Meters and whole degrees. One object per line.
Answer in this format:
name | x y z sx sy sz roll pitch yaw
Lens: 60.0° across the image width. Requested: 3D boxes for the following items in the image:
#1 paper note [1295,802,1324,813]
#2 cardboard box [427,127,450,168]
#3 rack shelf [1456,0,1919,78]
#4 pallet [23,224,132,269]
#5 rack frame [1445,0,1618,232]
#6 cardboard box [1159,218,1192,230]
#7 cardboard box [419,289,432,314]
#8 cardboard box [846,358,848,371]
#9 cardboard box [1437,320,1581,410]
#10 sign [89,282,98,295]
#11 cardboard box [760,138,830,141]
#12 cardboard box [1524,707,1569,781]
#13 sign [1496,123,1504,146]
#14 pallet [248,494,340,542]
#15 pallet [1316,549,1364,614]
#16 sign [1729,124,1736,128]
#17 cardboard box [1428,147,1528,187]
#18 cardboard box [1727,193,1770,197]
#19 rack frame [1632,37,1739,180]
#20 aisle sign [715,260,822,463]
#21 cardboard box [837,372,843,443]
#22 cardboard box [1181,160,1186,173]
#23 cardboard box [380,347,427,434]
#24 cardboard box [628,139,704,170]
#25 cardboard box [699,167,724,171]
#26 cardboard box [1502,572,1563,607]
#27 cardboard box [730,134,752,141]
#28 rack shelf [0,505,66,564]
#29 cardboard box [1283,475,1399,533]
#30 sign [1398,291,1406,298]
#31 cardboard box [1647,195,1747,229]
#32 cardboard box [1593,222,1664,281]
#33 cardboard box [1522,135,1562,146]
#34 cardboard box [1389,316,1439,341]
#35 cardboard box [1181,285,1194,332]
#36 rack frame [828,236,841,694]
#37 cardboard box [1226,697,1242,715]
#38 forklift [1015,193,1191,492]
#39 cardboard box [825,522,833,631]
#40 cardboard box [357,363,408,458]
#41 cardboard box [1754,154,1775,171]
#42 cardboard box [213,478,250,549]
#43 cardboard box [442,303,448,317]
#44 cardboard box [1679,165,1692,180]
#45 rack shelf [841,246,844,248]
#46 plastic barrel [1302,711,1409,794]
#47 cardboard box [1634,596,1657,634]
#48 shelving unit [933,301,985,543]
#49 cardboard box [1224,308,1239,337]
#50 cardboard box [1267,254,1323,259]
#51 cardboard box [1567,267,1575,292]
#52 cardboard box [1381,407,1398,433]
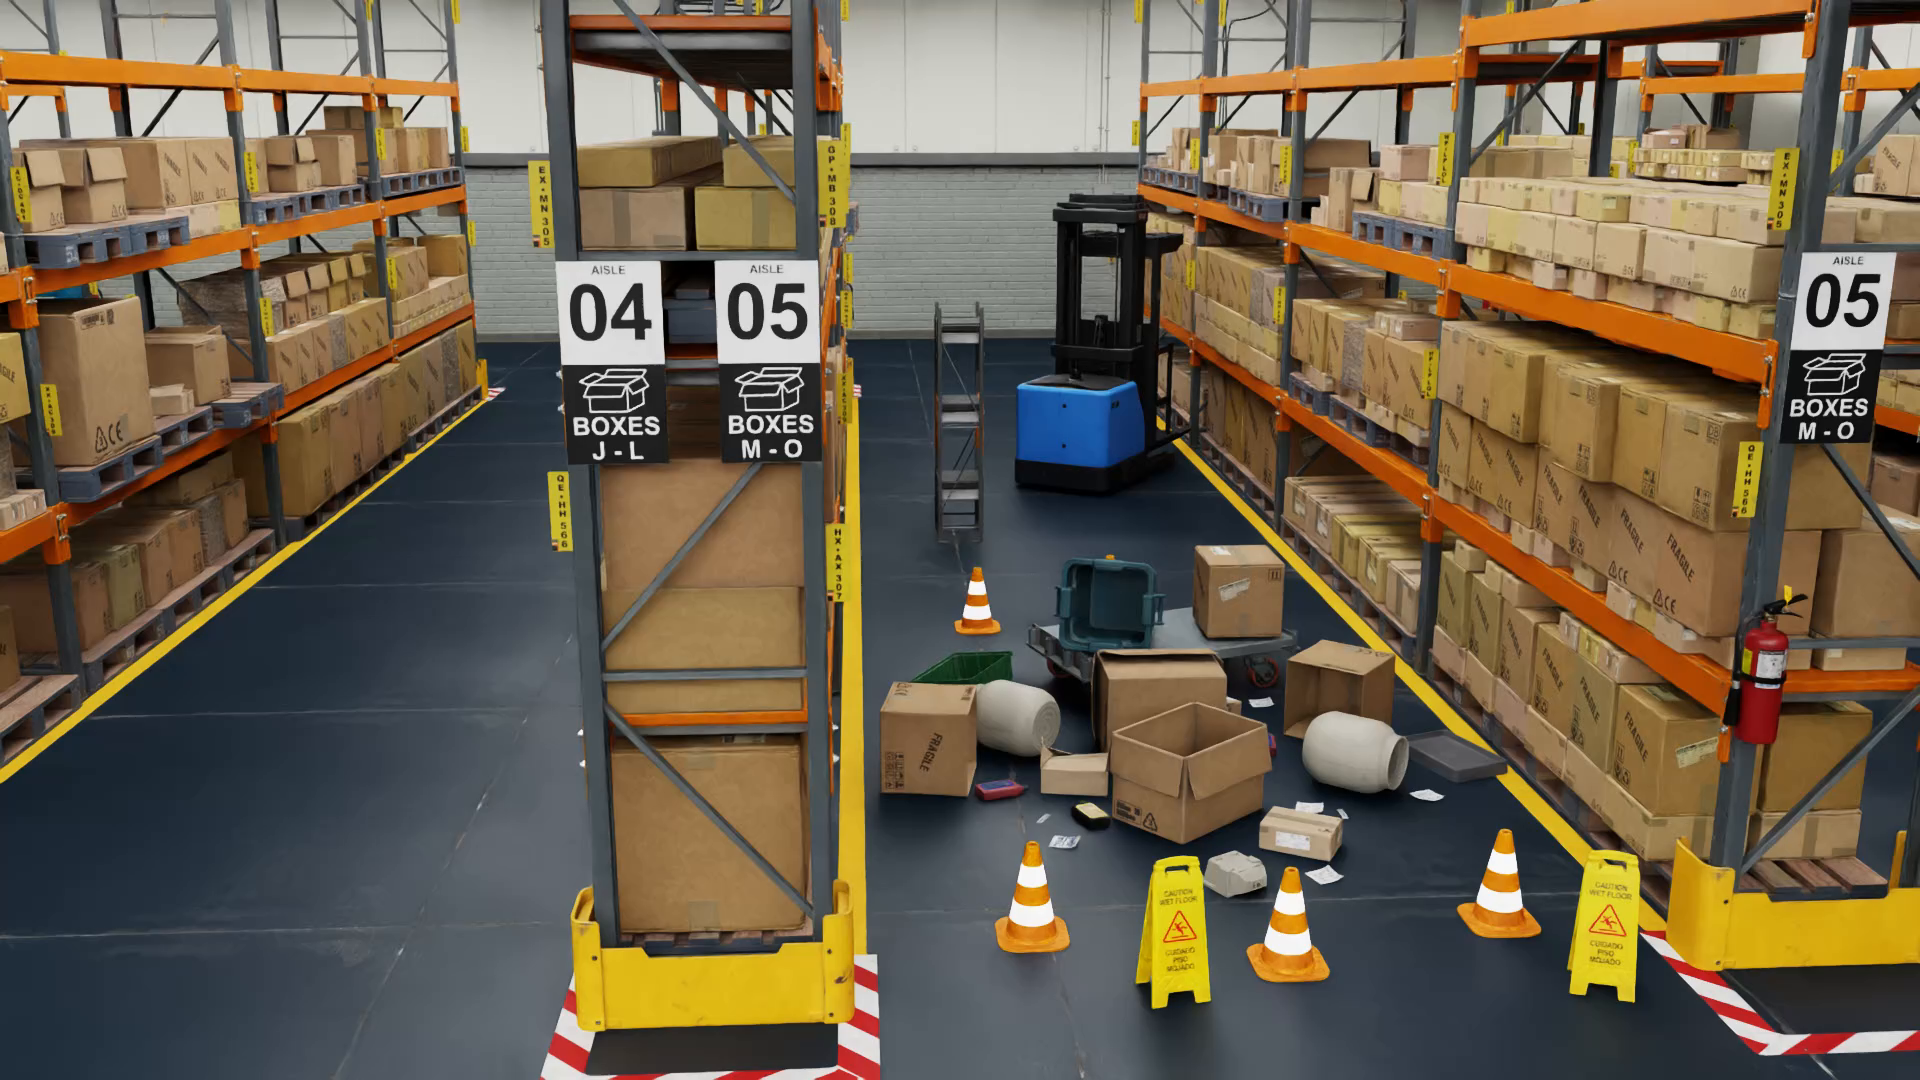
paper note | 1.941 1.481 9.232 0.148 0.019 0.142 4 15 16
cardboard box | -6.908 -4.995 21.156 0.700 0.500 0.500 -2 15 -7
rack shelf | 3.765 -2.597 8.512 1.077 0.370 4.000 -1 14 -3
pallet | -6.182 -1.903 10.760 1.213 0.211 1.003 -1 14 -3
rack frame | 3.641 -3.445 10.355 1.000 3.000 0.127 -1 14 -3
cardboard box | 2.709 -3.955 20.869 0.380 0.149 0.250 -1 14 -3
cardboard box | -6.577 -2.821 19.673 0.500 0.250 0.500 -1 14 -2
cardboard box | -1.650 -2.279 21.550 0.380 0.149 0.250 -1 14 -5
cardboard box | 3.452 -1.103 10.490 0.700 0.500 0.500 -1 14 -4
sign | -11.389 -3.386 21.838 0.100 0.325 0.005 -1 14 -3
cardboard box | -0.889 -2.069 8.887 0.380 0.149 0.250 -1 14 -3
cardboard box | 3.508 1.128 9.298 0.500 0.250 0.500 -1 14 -5
sign | 7.310 -5.469 22.487 0.100 0.325 0.005 -1 14 -3
pallet | -6.472 -0.228 15.488 1.003 0.211 1.213 -1 14 -3
pallet | 3.513 0.314 13.384 1.003 0.211 1.213 -1 14 -3
sign | 8.653 -4.510 18.686 0.100 0.325 0.005 -1 14 -3
cardboard box | 3.478 -2.507 11.185 0.500 0.250 0.500 -1 14 -2
cardboard box | 4.098 -1.669 8.376 0.380 0.149 0.250 0 14 -2
rack frame | 8.099 -5.512 18.389 1.000 3.000 0.127 -1 14 -3
aisle sign | -0.742 -0.689 6.467 0.394 0.787 0.004 -1 14 -3
cardboard box | -1.149 -0.997 12.682 0.500 0.500 0.500 -1 14 -3
cardboard box | 2.770 -4.331 19.281 0.380 0.149 0.250 -1 14 -2
cardboard box | -6.707 -1.716 19.096 0.875 0.875 0.875 -1 14 -3
cardboard box | -1.530 -1.994 8.599 0.380 0.149 0.250 -1 14 -4
cardboard box | -1.478 -1.837 8.786 0.500 0.250 0.500 -1 14 -4
cardboard box | 3.409 0.289 9.751 0.380 0.149 0.250 0 14 0
cardboard box | -1.872 -3.528 14.963 0.396 0.266 0.258 -1 14 -3
rack shelf | -6.126 0.460 8.664 1.077 0.370 4.000 -1 14 -3
cardboard box | 3.418 -0.324 14.697 0.950 0.372 0.625 -2 15 -7
sign | 3.934 -2.067 14.876 0.100 0.325 0.005 -1 14 -3
cardboard box | 3.589 -1.594 8.086 0.380 0.149 0.250 -1 14 -3
cardboard box | 3.521 -1.446 8.310 0.500 0.250 0.500 0 14 -2
cardboard box | 7.641 -5.126 21.612 0.500 0.250 0.500 -1 14 -4
cardboard box | 3.331 -1.532 12.018 0.380 0.149 0.250 -1 14 -5
cardboard box | 2.861 -2.689 19.255 0.500 0.500 0.500 -1 14 -3
rack frame | -1.293 -0.438 10.708 1.000 3.000 0.127 -1 14 -3
cardboard box | 1.549 1.021 10.527 0.258 0.266 0.396 -13 20 -42
forklift | 1.695 -2.220 17.771 1.130 2.935 3.031 7 16 27
cardboard box | -1.079 0.115 8.258 0.875 0.550 0.550 -1 14 -3
cardboard box | -6.686 -1.391 17.835 1.225 0.875 0.875 -1 14 -3
cardboard box | 7.968 -3.670 16.153 0.380 0.149 0.250 -1 14 -5
cardboard box | -6.436 -0.217 13.984 0.700 0.500 0.500 -2 15 -6
cardboard box | -6.561 -2.847 20.576 0.380 0.149 0.250 -1 14 -3
cardboard box | 7.786 -3.855 17.429 0.380 0.149 0.250 -1 14 -4
rack shelf | -1.665 -3.034 16.223 1.077 0.370 4.000 -1 14 -3
plastic barrel | 2.250 1.213 9.463 0.512 0.421 0.421 10 18 35
cardboard box | 3.531 0.362 8.103 0.380 0.149 0.250 -1 14 -4
shelving unit | -0.010 -1.058 14.925 0.431 2.100 0.503 -1 14 -3
cardboard box | 2.989 -2.204 16.869 0.500 0.250 0.500 -1 14 -5
cardboard box | 3.475 -2.699 17.290 0.500 0.500 0.500 0 14 -2
cardboard box | 3.510 -1.405 8.951 0.380 0.149 0.250 -1 14 -3
cardboard box | 3.283 -0.874 12.065 0.380 0.149 0.250 -1 14 -4
